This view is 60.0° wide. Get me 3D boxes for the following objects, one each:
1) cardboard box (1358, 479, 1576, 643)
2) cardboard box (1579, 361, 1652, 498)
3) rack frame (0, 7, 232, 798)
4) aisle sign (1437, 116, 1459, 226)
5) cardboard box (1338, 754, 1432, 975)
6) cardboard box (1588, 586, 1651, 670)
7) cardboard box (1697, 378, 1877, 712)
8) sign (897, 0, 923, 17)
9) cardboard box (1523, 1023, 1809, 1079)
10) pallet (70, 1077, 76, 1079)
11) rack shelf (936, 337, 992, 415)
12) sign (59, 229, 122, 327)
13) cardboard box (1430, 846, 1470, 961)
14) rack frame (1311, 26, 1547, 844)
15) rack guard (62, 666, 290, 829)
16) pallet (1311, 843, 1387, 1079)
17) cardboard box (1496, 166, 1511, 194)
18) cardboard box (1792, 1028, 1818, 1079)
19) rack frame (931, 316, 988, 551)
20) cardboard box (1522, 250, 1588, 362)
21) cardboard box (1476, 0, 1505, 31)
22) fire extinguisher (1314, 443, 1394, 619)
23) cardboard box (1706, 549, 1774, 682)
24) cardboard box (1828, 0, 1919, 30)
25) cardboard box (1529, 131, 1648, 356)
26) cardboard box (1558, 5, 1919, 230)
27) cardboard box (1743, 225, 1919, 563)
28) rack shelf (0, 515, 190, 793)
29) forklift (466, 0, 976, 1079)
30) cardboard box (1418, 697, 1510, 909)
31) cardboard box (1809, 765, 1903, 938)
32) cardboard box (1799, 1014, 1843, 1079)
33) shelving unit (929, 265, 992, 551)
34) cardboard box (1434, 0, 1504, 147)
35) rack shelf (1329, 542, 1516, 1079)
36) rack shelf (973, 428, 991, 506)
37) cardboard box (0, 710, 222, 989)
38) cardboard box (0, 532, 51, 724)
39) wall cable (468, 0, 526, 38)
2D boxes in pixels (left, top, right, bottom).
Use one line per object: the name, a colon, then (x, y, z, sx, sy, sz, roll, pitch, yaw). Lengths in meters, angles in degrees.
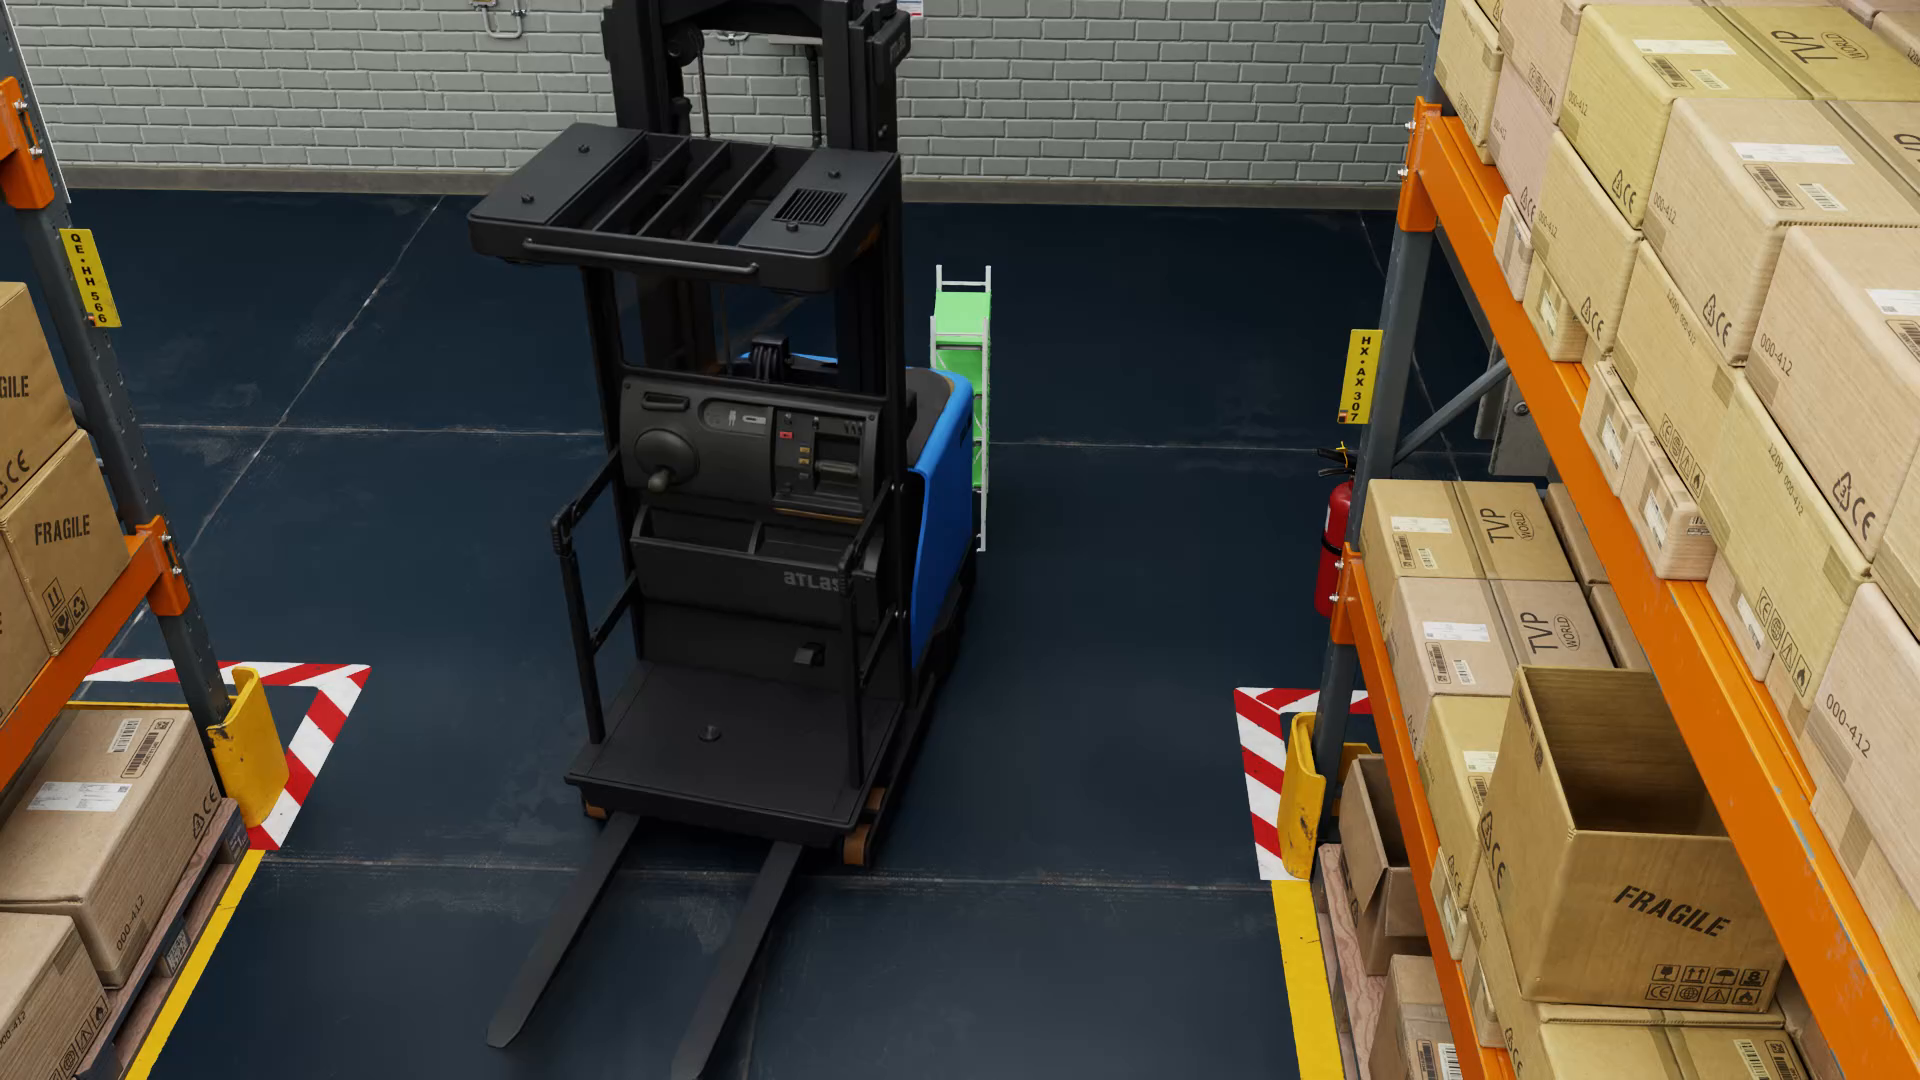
cardboard box: (1.484, 0.063, 4.924, 0.500, 0.250, 0.500, 2, 35, 2)
cardboard box: (1.368, -0.200, 3.035, 0.380, 0.149, 0.250, 1, 35, 2)
rack frame: (-3.188, -0.244, 5.488, 1.000, 3.000, 0.127, 1, 35, 2)
aisle sign: (1.481, -1.241, 4.646, 0.394, 0.787, 0.004, 1, 35, 2)
cardboard box: (1.652, 1.067, 5.429, 0.797, 0.503, 0.637, 0, 35, 0)
cardboard box: (1.996, 0.375, 4.480, 0.500, 0.250, 0.500, 1, 35, 2)
cardboard box: (1.422, 0.003, 2.400, 0.500, 0.250, 0.500, 2, 35, 3)
sign: (-0.390, -3.421, 10.091, 0.329, 0.494, 0.001, 1, 35, 2)
cardboard box: (1.426, 1.234, 3.258, 0.500, 0.250, 0.500, 1, 35, 2)
pallet: (-3.194, 2.057, 4.639, 1.003, 0.211, 1.213, 1, 35, 2)
rack shelf: (0.007, -0.730, 7.439, 0.258, 0.148, 0.480, 1, 35, 2)
sign: (-2.647, -0.794, 5.058, 0.100, 0.325, 0.005, 1, 35, 2)
cardboard box: (1.383, 0.893, 4.089, 0.380, 0.149, 0.250, 0, 35, 1)
rack frame: (1.771, -0.132, 5.328, 1.000, 3.000, 0.127, 1, 35, 2)
rack guard: (-3.188, 0.765, 6.227, 1.175, 0.500, 0.348, 1, 35, 2)
pallet: (1.737, 1.511, 5.416, 1.003, 0.211, 1.213, 1, 35, 2)
cardboard box: (1.542, -0.927, 4.070, 0.380, 0.149, 0.250, 2, 35, 3)
cardboard box: (1.936, 1.243, 3.244, 0.500, 0.250, 0.500, 2, 35, 3)
rack frame: (-0.003, -0.446, 7.341, 0.240, 1.200, 0.015, 1, 35, 2)
cardboard box: (1.398, -0.489, 3.446, 0.380, 0.149, 0.250, 1, 35, 2)
cardboard box: (1.503, -1.374, 3.925, 0.500, 0.250, 0.500, 1, 35, 1)
fire extinguisher: (1.315, -0.042, 5.593, 0.296, 0.674, 0.183, 1, 35, 2)
cardboard box: (1.421, 0.095, 2.616, 0.380, 0.149, 0.250, 2, 35, 2)
cardboard box: (2.011, -1.063, 3.482, 0.500, 0.250, 0.500, 0, 35, 0)
cardboard box: (1.448, -0.584, 3.236, 0.500, 0.250, 0.500, 0, 35, 0)
cardboard box: (1.457, -0.794, 3.099, 0.500, 0.250, 0.500, 1, 35, 1)
cardboard box: (1.431, -0.204, 2.260, 0.500, 0.250, 0.500, 2, 35, 3)
rack shelf: (-3.269, 1.199, 4.060, 1.077, 0.370, 4.000, 1, 35, 2)
forklift: (-0.781, -0.255, 5.564, 1.130, 2.935, 3.031, 8, 36, 11)
cardboard box: (1.447, 0.644, 4.097, 0.500, 0.250, 0.500, 1, 35, 1)
cardboard box: (1.377, 0.393, 2.192, 0.380, 0.149, 0.250, 1, 35, 2)
cardboard box: (1.936, 0.950, 3.009, 0.500, 0.500, 0.500, 0, 35, 1)
shelving unit: (0.007, -0.586, 7.540, 0.258, 1.200, 0.503, 1, 35, 2)
cardboard box: (1.480, -1.170, 4.070, 0.500, 0.250, 0.500, 1, 35, 1)
rack shelf: (1.691, 1.312, 3.900, 1.077, 0.370, 4.000, 1, 35, 2)
rack shelf: (0.007, -0.337, 7.715, 0.258, 0.148, 0.480, 1, 35, 2)
cardboard box: (-3.115, 1.014, 5.562, 0.875, 0.438, 0.875, 0, 35, 0)
cardboard box: (-2.979, 0.286, 4.647, 0.500, 0.500, 0.500, 1, 35, 1)
wall cable: (-2.985, -3.913, 9.798, 0.585, 1.953, 0.123, 1, 35, 2)
